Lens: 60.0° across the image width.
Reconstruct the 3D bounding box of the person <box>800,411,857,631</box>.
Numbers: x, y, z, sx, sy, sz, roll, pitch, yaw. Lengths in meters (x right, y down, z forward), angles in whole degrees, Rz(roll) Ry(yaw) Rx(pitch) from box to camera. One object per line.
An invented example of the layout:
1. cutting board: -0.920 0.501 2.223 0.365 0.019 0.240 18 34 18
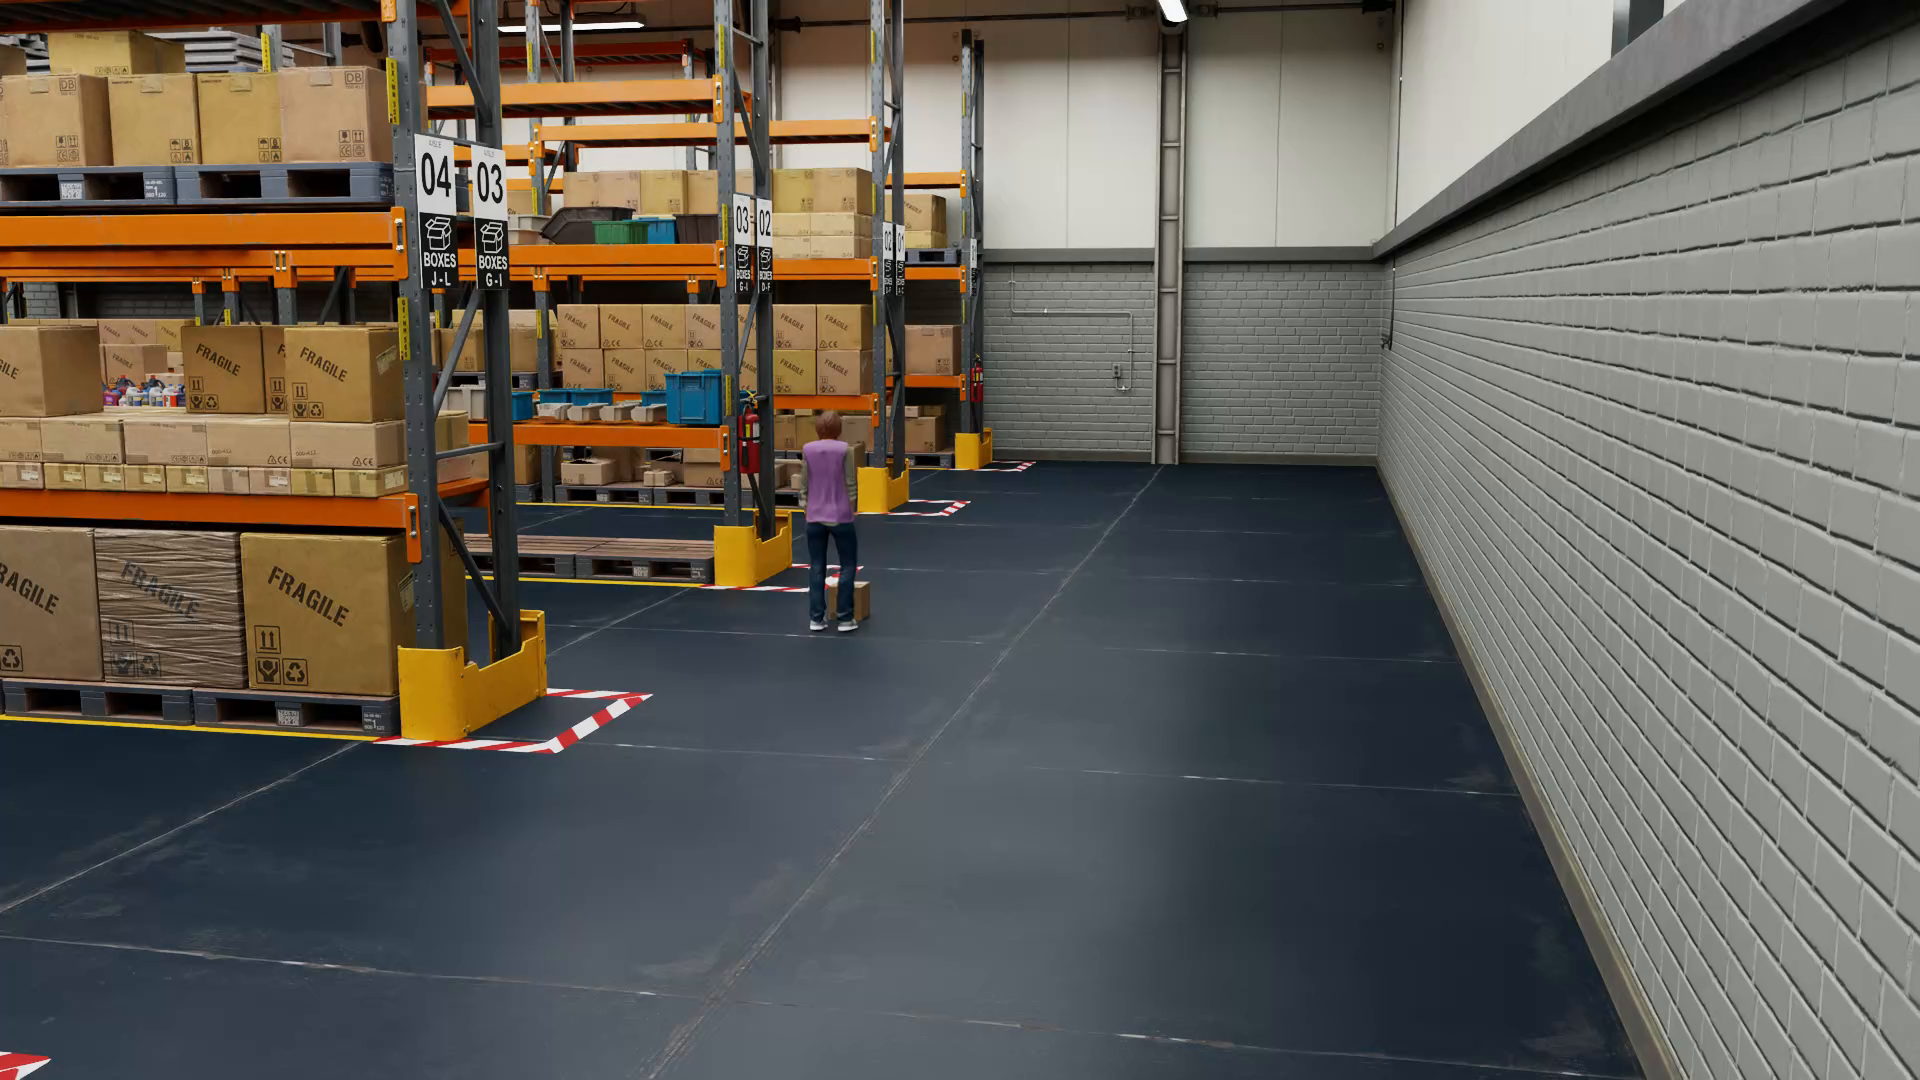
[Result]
1. person: -0.942 -0.121 11.879 0.420 1.556 0.353 2 8 13
